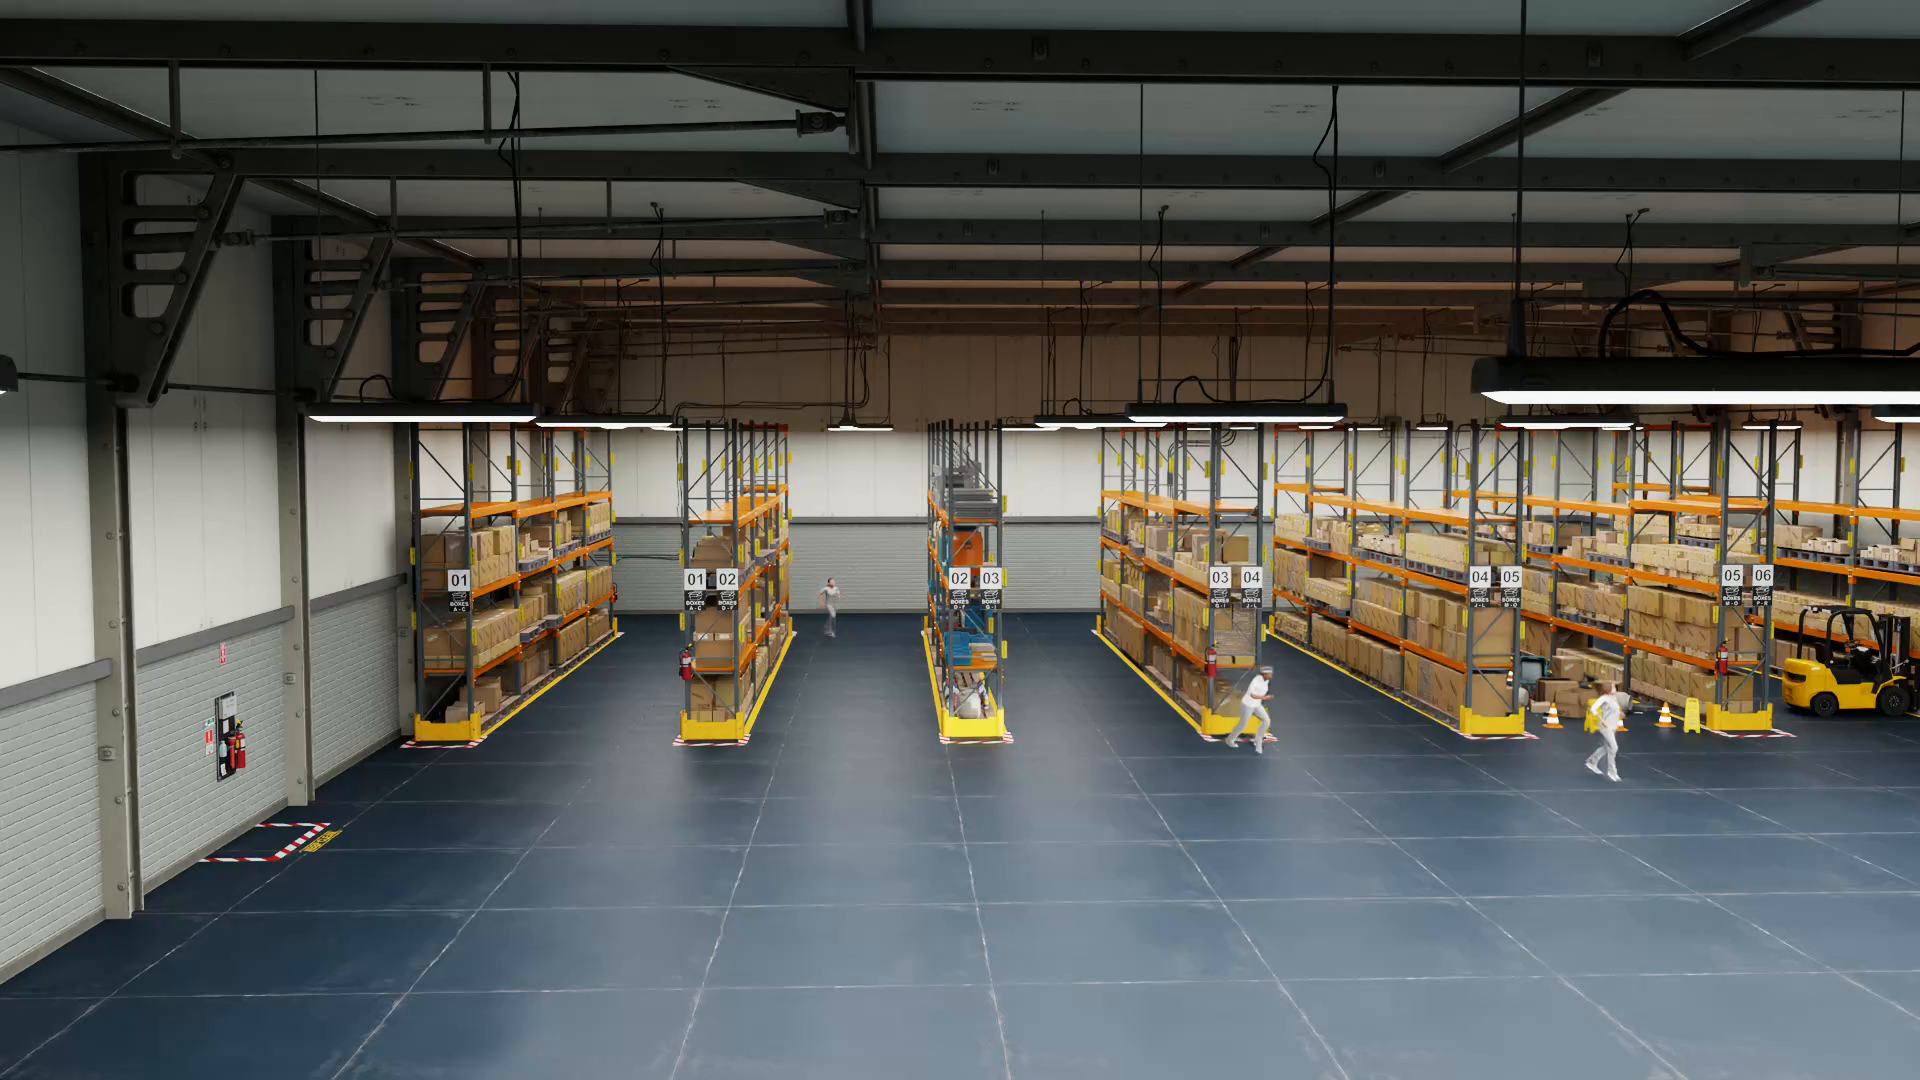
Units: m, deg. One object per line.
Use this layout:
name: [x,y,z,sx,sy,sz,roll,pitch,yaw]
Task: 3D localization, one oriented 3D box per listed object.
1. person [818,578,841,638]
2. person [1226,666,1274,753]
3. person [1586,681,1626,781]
person: [-3.667,1.893,46.956,0.593,1.672,0.775,-3,5,-37]
person: [5.258,3.041,29.981,0.953,1.608,0.613,3,5,37]
person: [10.730,3.166,27.633,0.648,1.651,0.544,3,5,43]
